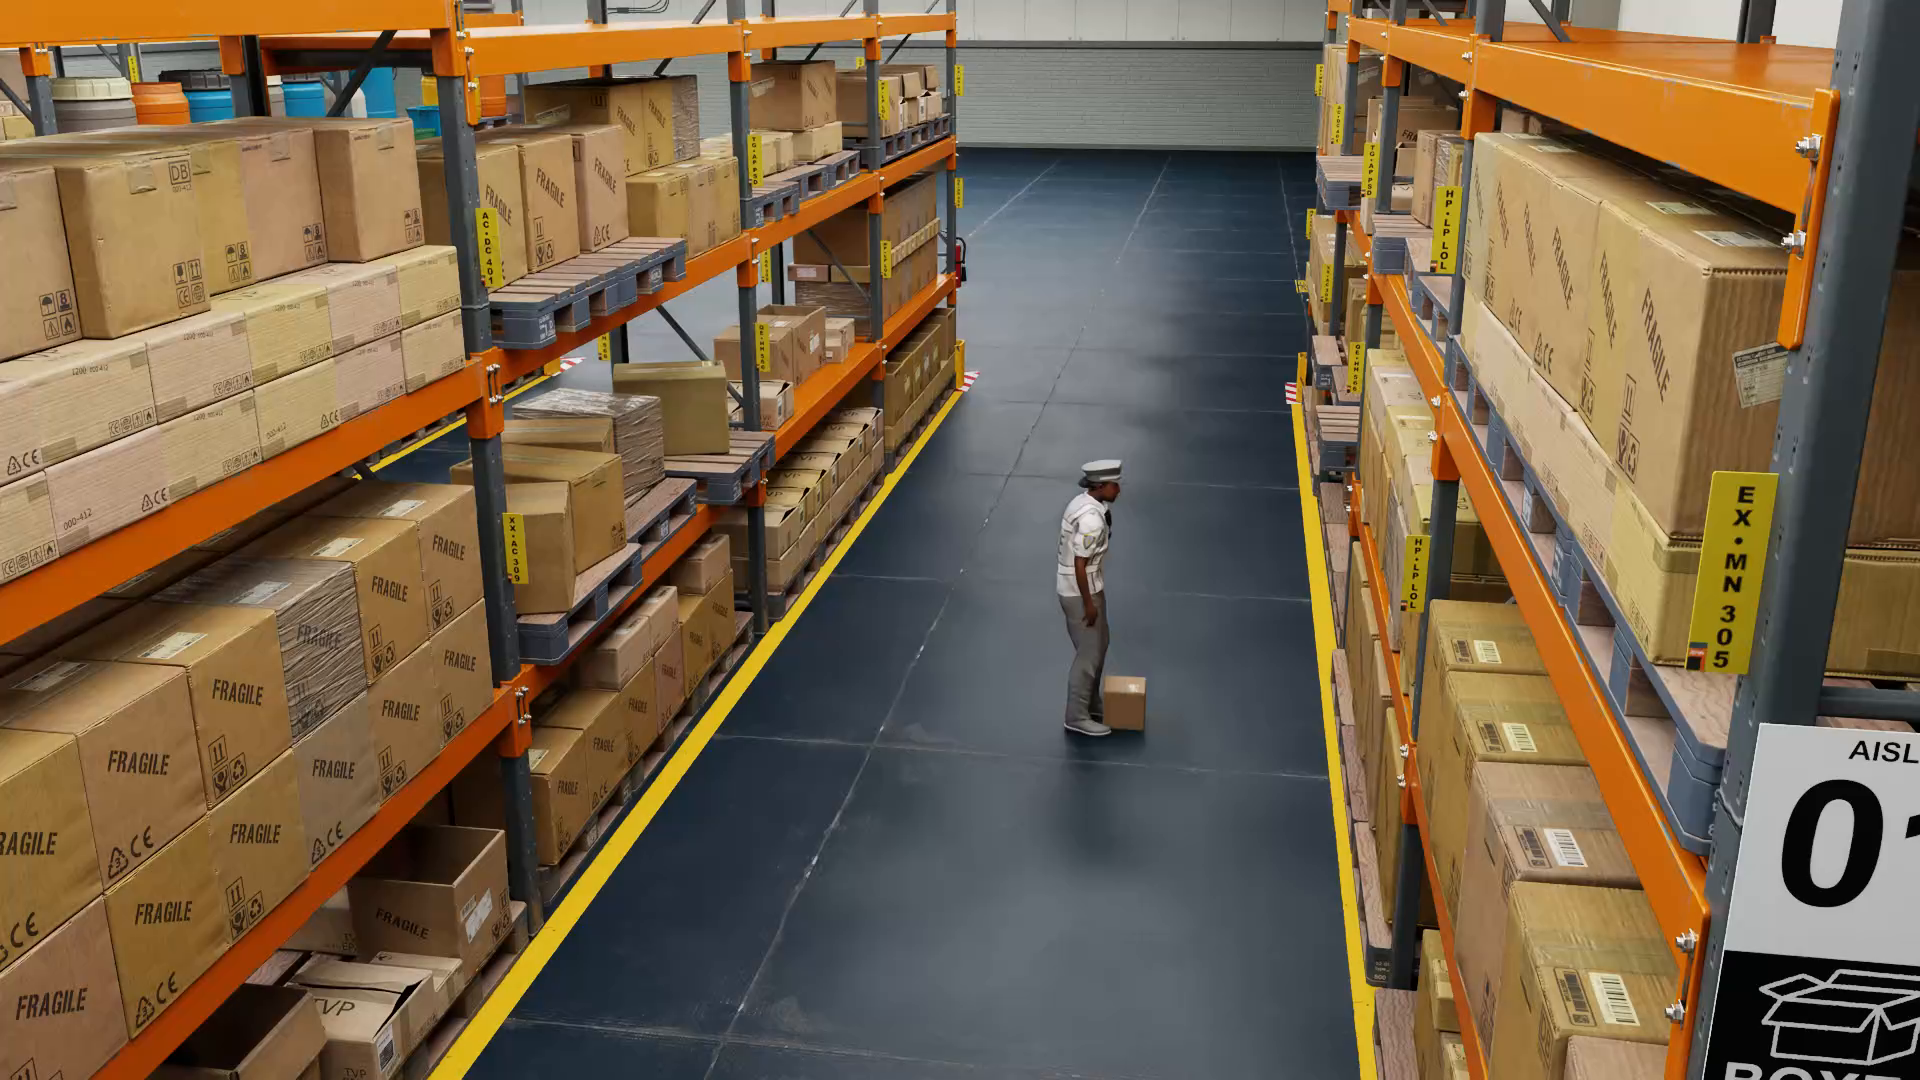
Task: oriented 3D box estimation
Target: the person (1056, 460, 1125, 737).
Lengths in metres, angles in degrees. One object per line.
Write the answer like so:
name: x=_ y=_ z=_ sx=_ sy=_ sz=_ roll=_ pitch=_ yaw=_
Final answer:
person: x=0.790 y=0.329 z=10.050 sx=0.427 sy=1.656 sz=0.517 roll=2 pitch=18 yaw=6
